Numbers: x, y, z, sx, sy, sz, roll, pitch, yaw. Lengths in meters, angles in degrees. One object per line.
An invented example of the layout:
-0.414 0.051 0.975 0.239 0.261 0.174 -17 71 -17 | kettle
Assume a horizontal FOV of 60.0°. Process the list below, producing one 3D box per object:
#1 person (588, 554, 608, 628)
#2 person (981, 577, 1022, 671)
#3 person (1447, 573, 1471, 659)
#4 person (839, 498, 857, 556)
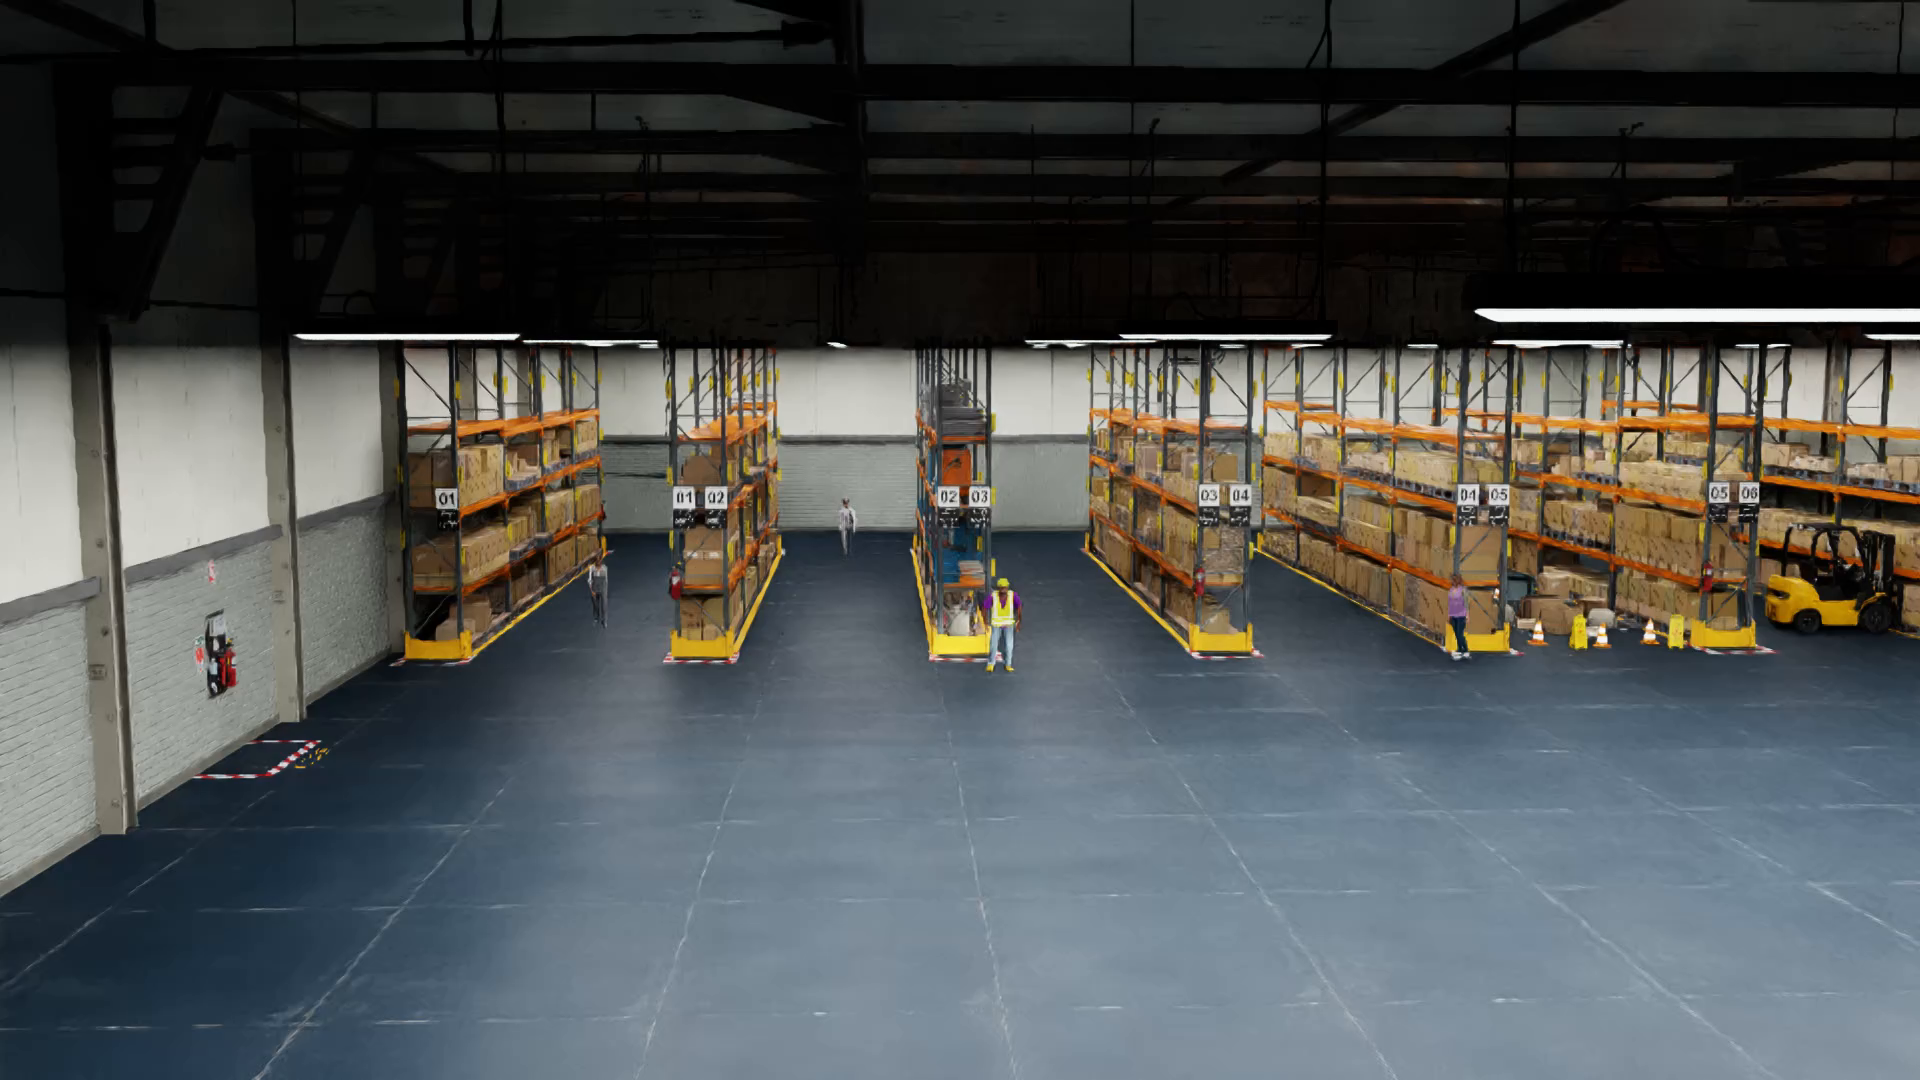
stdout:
-7.484 1.042 34.427 0.412 1.533 0.955 -1 7 -11 | person
0.746 1.475 29.729 0.719 1.649 0.578 0 7 -4 | person
9.294 1.413 30.938 0.355 1.592 0.517 -4 8 -32 | person
-3.148 -0.392 46.680 0.500 1.625 0.989 0 7 -4 | person
